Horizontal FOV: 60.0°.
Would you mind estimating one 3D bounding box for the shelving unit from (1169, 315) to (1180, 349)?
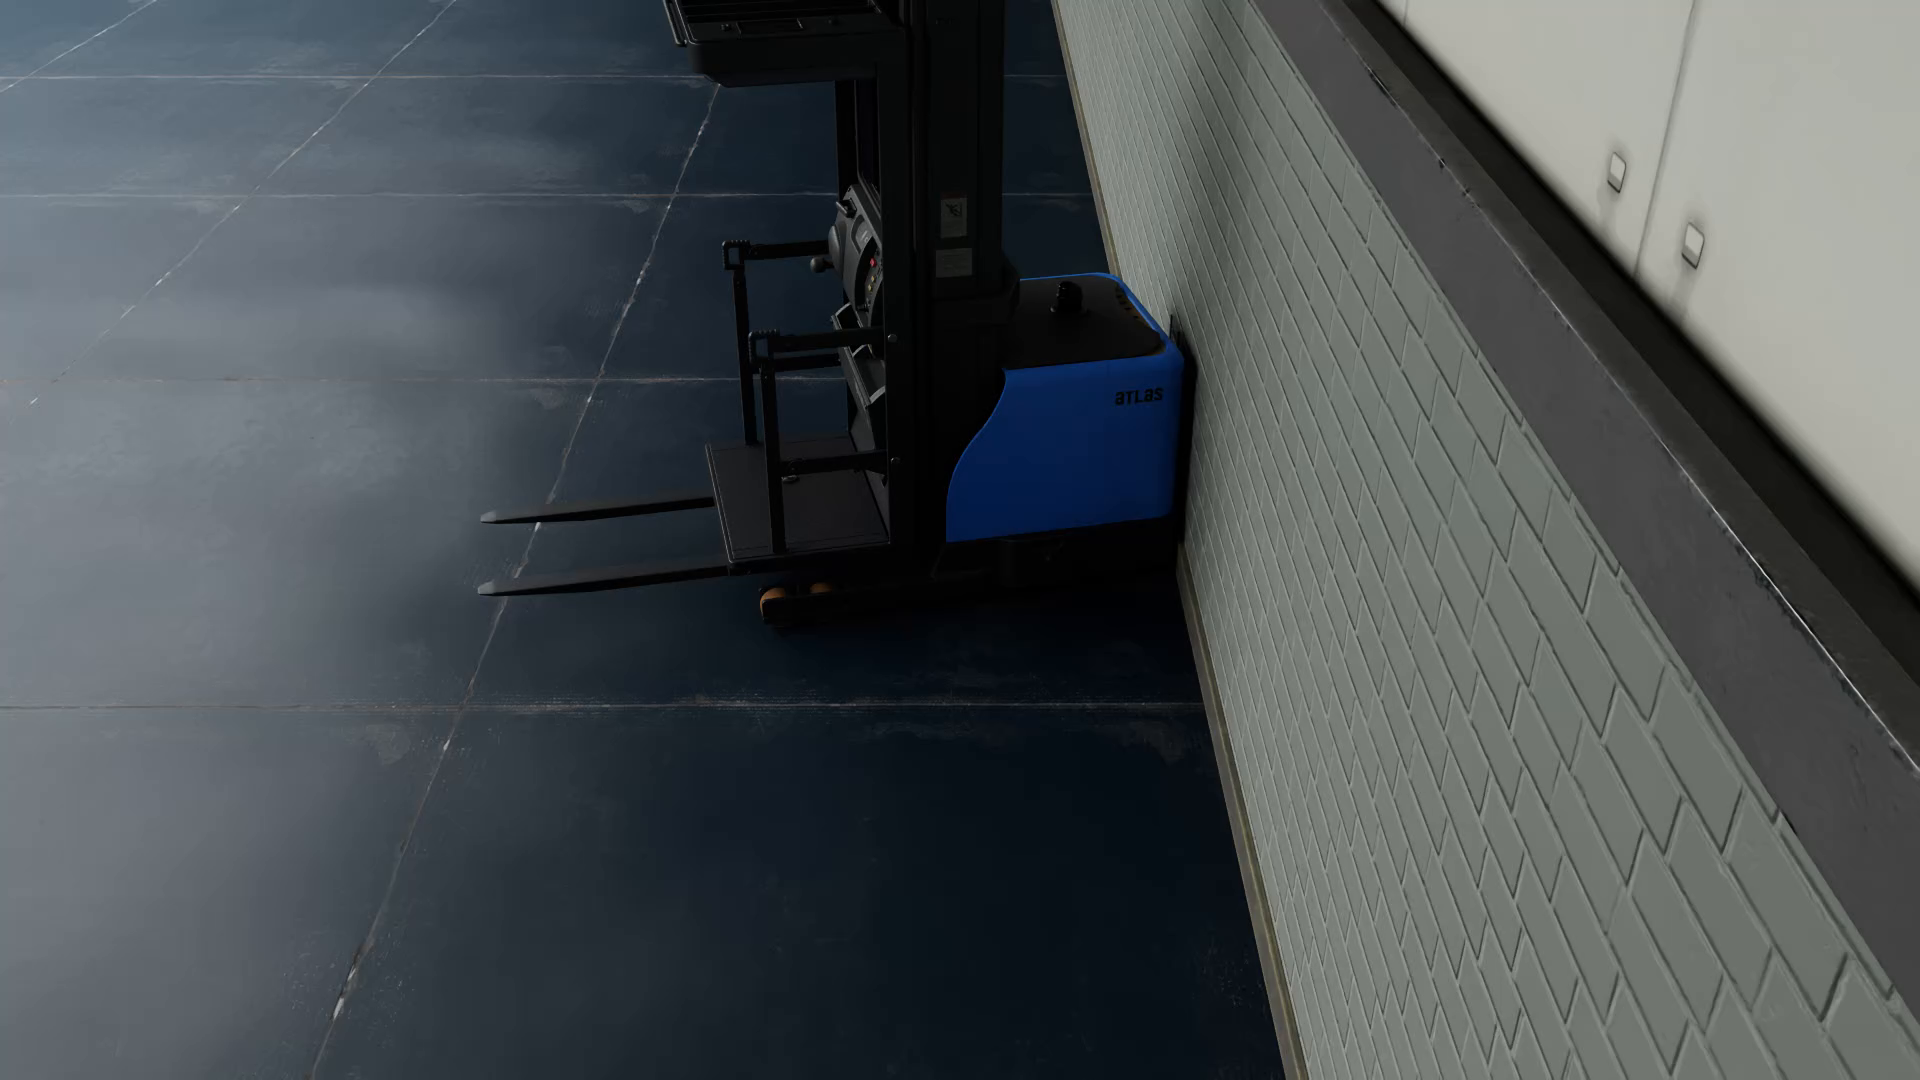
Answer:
[{"bbox_3d":[0.888,-0.597,7.861,0.210,0.900,0.258,-1,27,-2],"label":"shelving unit"}]

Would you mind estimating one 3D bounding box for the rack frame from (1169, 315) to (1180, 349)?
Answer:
[{"bbox_3d":[0.990,-0.598,7.864,0.006,0.900,0.240,-1,27,-2],"label":"rack frame"}]

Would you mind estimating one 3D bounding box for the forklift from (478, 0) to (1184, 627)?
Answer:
[{"bbox_3d":[-0.612,-1.181,6.870,3.031,2.935,1.130,-7,32,-11],"label":"forklift"}]
